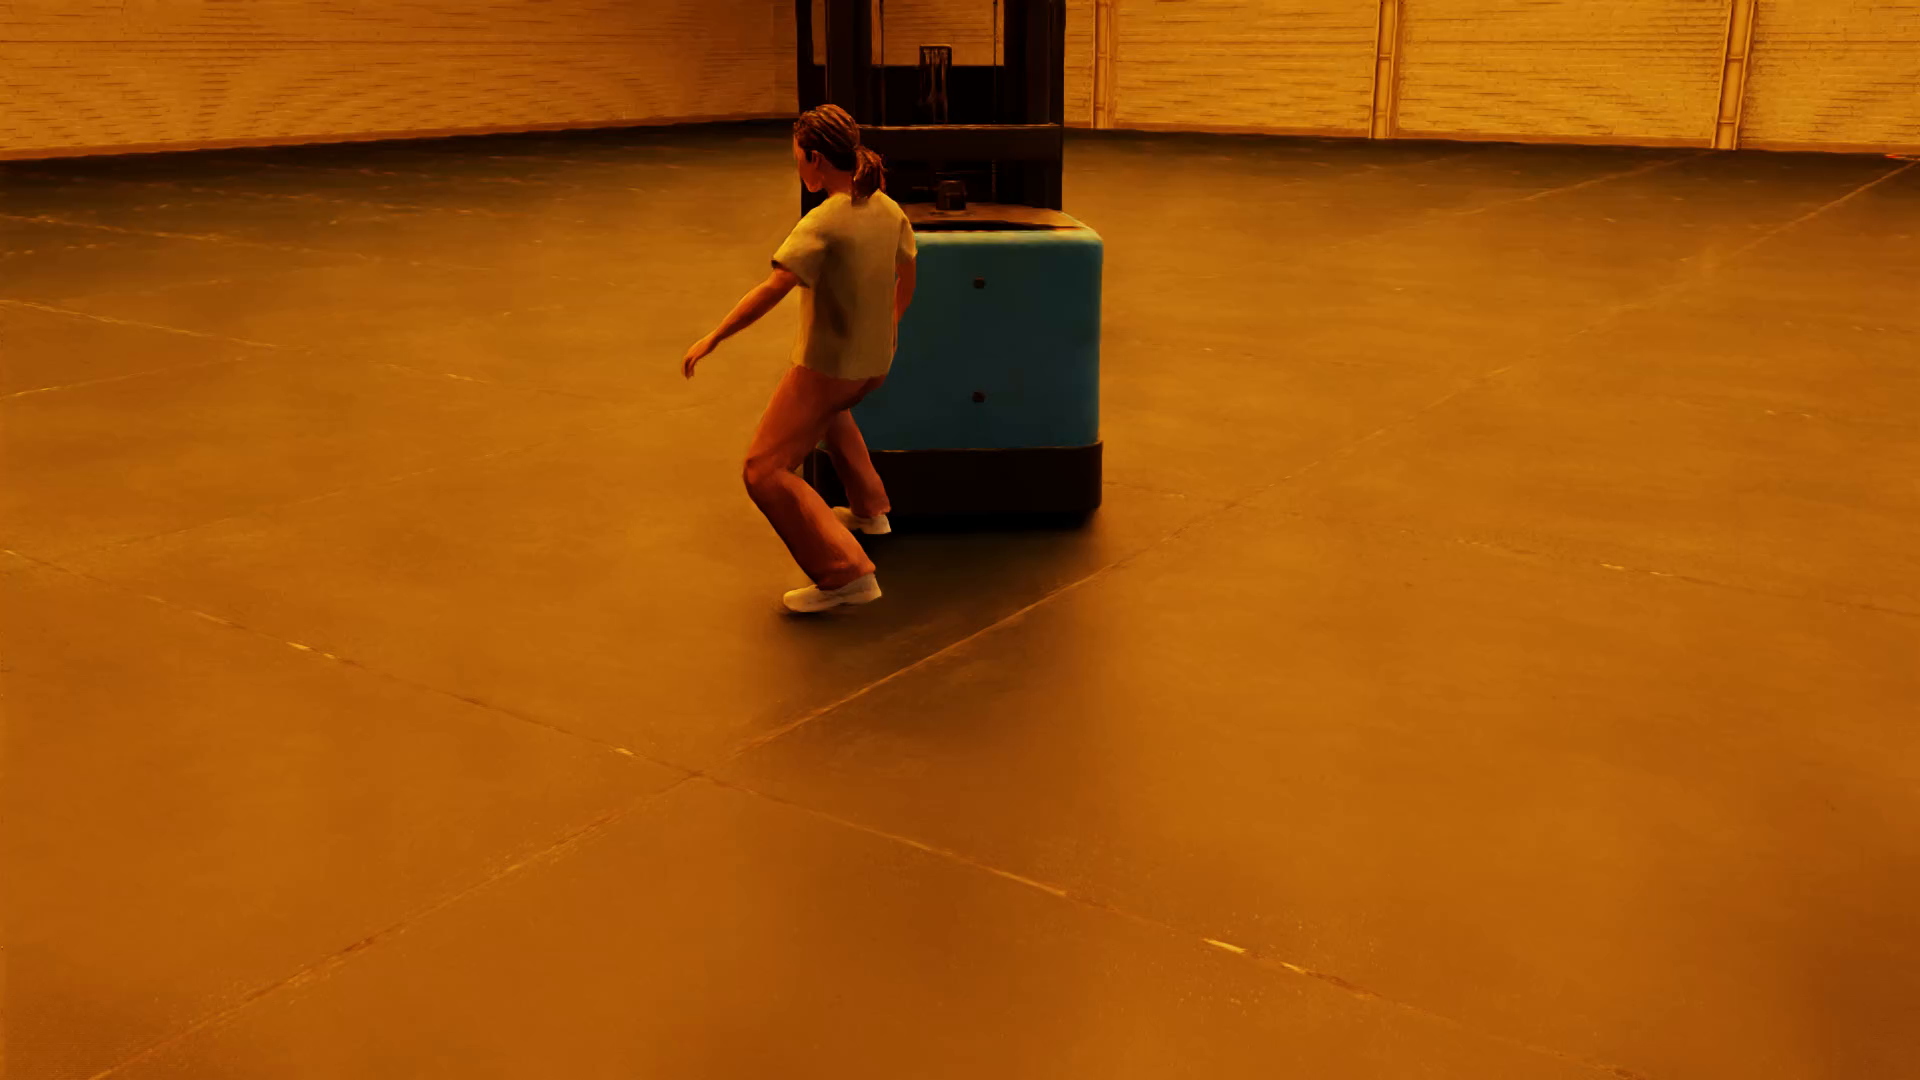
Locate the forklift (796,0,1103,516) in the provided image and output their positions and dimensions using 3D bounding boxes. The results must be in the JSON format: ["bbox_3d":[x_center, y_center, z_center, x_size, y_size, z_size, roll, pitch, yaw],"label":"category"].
[{"bbox_3d":[-0.144,-1.859,7.050,1.130,2.935,3.031,-2,17,-6],"label":"forklift"}]

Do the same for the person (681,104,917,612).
[{"bbox_3d":[-0.424,-0.601,5.264,0.688,1.510,0.874,12,20,34],"label":"person"}]
